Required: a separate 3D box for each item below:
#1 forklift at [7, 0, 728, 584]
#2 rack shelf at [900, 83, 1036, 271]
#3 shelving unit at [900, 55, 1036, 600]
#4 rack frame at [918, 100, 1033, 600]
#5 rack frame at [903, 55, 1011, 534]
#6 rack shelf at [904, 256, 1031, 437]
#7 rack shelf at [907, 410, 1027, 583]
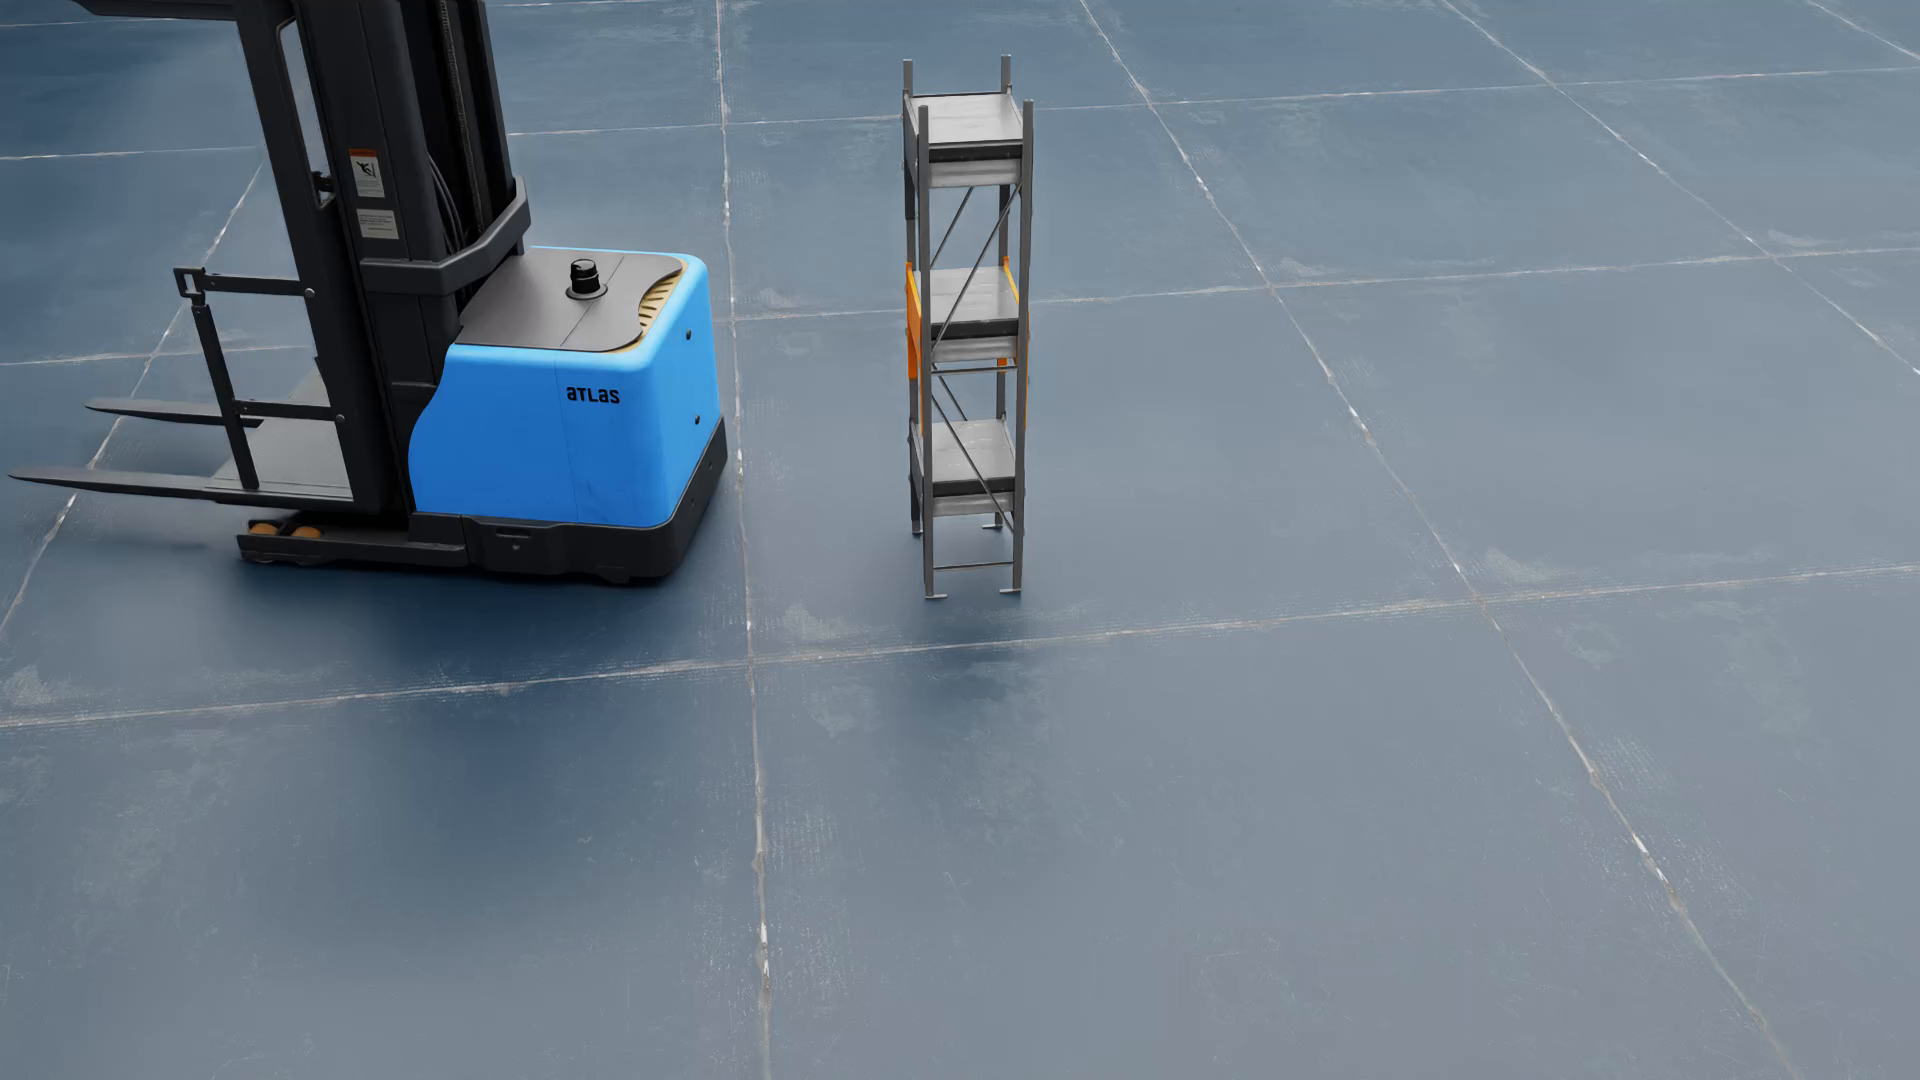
[{"bbox_3d":[-2.628,-1.390,6.687,3.031,2.935,1.130,4,34,6],"label":"forklift"},{"bbox_3d":[0.022,-1.342,6.137,0.431,0.518,0.480,-4,35,-6],"label":"rack shelf"},{"bbox_3d":[0.022,-0.775,6.523,0.431,2.100,0.503,-4,35,-6],"label":"shelving unit"},{"bbox_3d":[0.055,-0.639,6.323,0.400,2.100,0.015,-4,35,-6],"label":"rack frame"},{"bbox_3d":[-0.011,-0.911,6.723,0.400,2.100,0.015,-4,35,-6],"label":"rack frame"},{"bbox_3d":[0.022,-0.764,6.531,0.431,0.518,0.480,-4,35,-6],"label":"rack shelf"},{"bbox_3d":[0.022,-0.186,6.925,0.431,0.518,0.480,-4,35,-6],"label":"rack shelf"}]
